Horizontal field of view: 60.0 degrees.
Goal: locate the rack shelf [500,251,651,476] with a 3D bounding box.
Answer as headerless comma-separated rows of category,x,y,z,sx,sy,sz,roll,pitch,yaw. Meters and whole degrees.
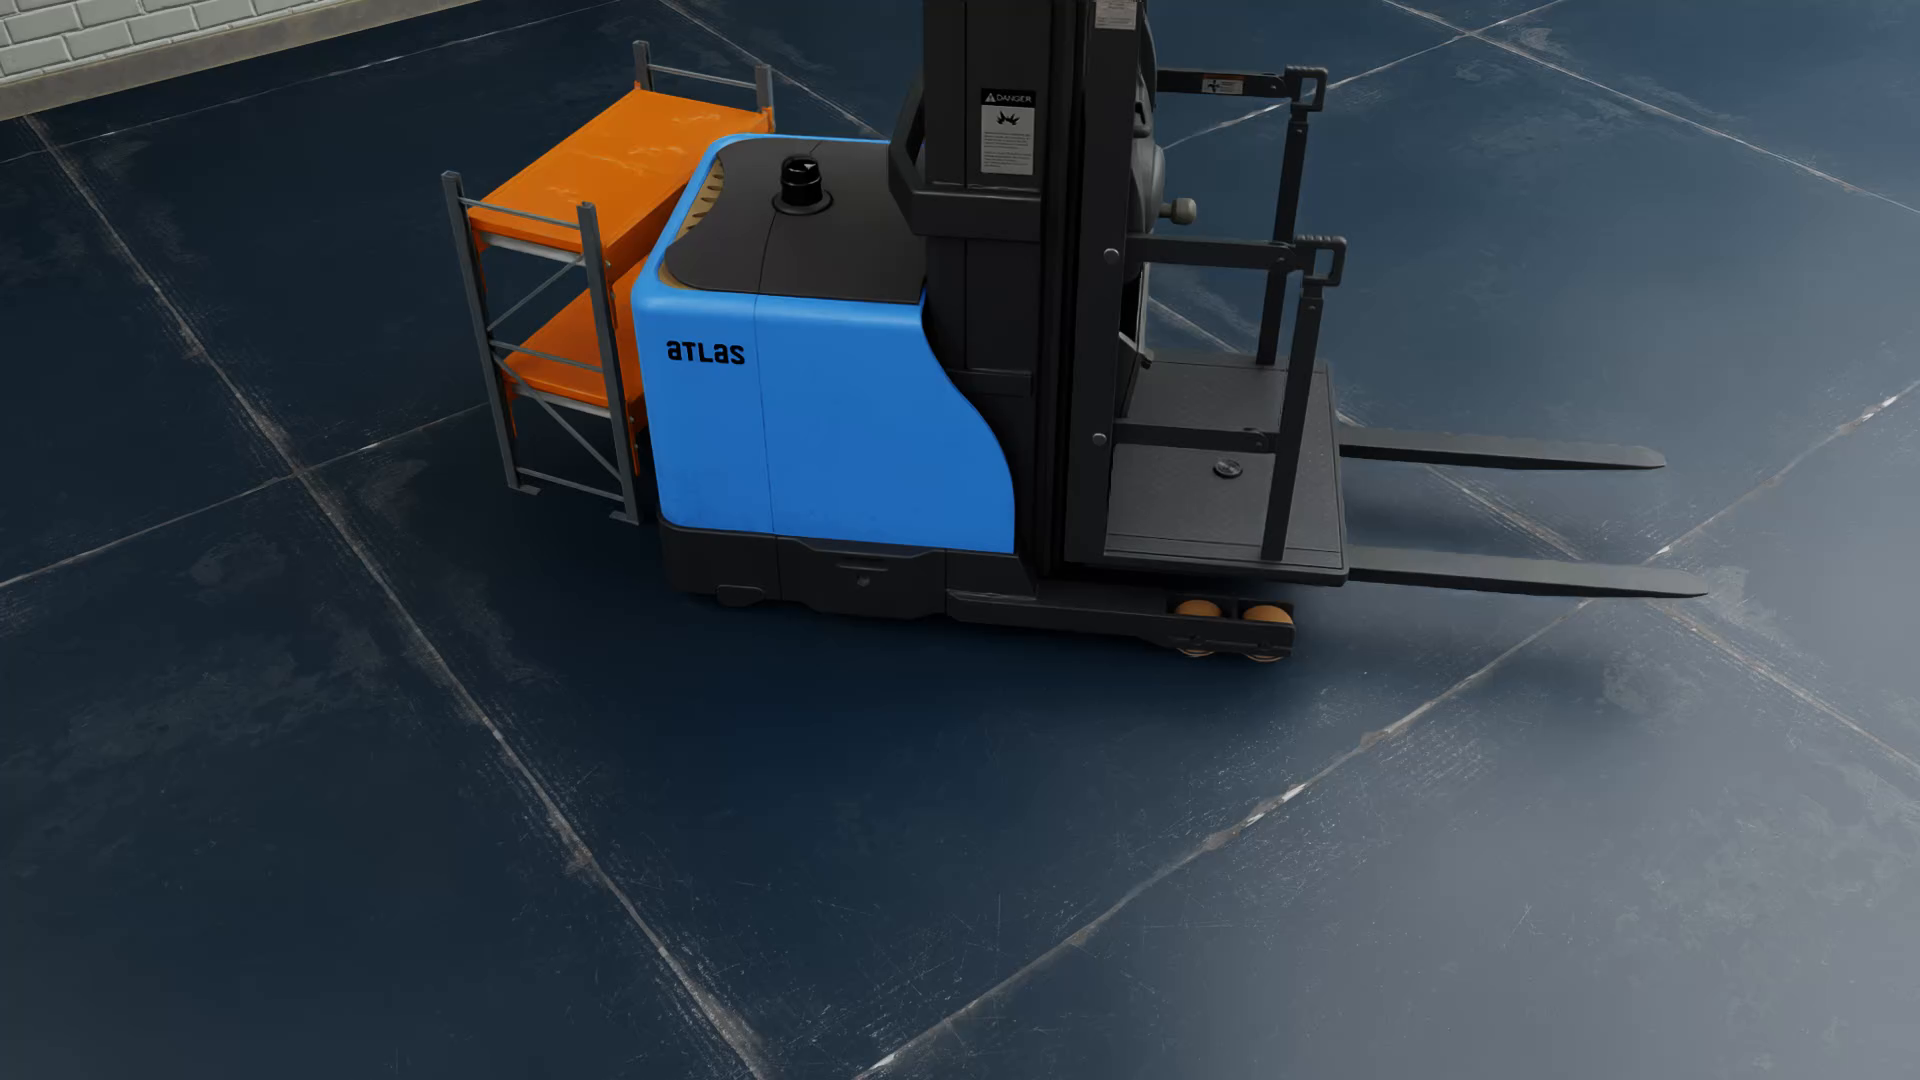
rack shelf,-1.045,-0.660,5.553,0.538,0.278,1.000,15,42,18

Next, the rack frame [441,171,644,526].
rack frame,-1.248,-0.553,5.037,0.500,1.125,0.032,15,42,18

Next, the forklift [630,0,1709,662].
forklift,0.665,-1.139,4.328,3.031,2.935,1.130,5,40,5

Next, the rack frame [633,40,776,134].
rack frame,-0.842,-1.145,5.758,0.500,1.125,0.032,15,42,18

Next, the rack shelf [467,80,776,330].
rack shelf,-1.045,-1.075,5.212,0.538,0.278,1.000,15,42,18

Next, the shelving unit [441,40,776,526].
shelving unit,-1.045,-0.849,5.398,0.538,1.125,1.048,15,42,18
